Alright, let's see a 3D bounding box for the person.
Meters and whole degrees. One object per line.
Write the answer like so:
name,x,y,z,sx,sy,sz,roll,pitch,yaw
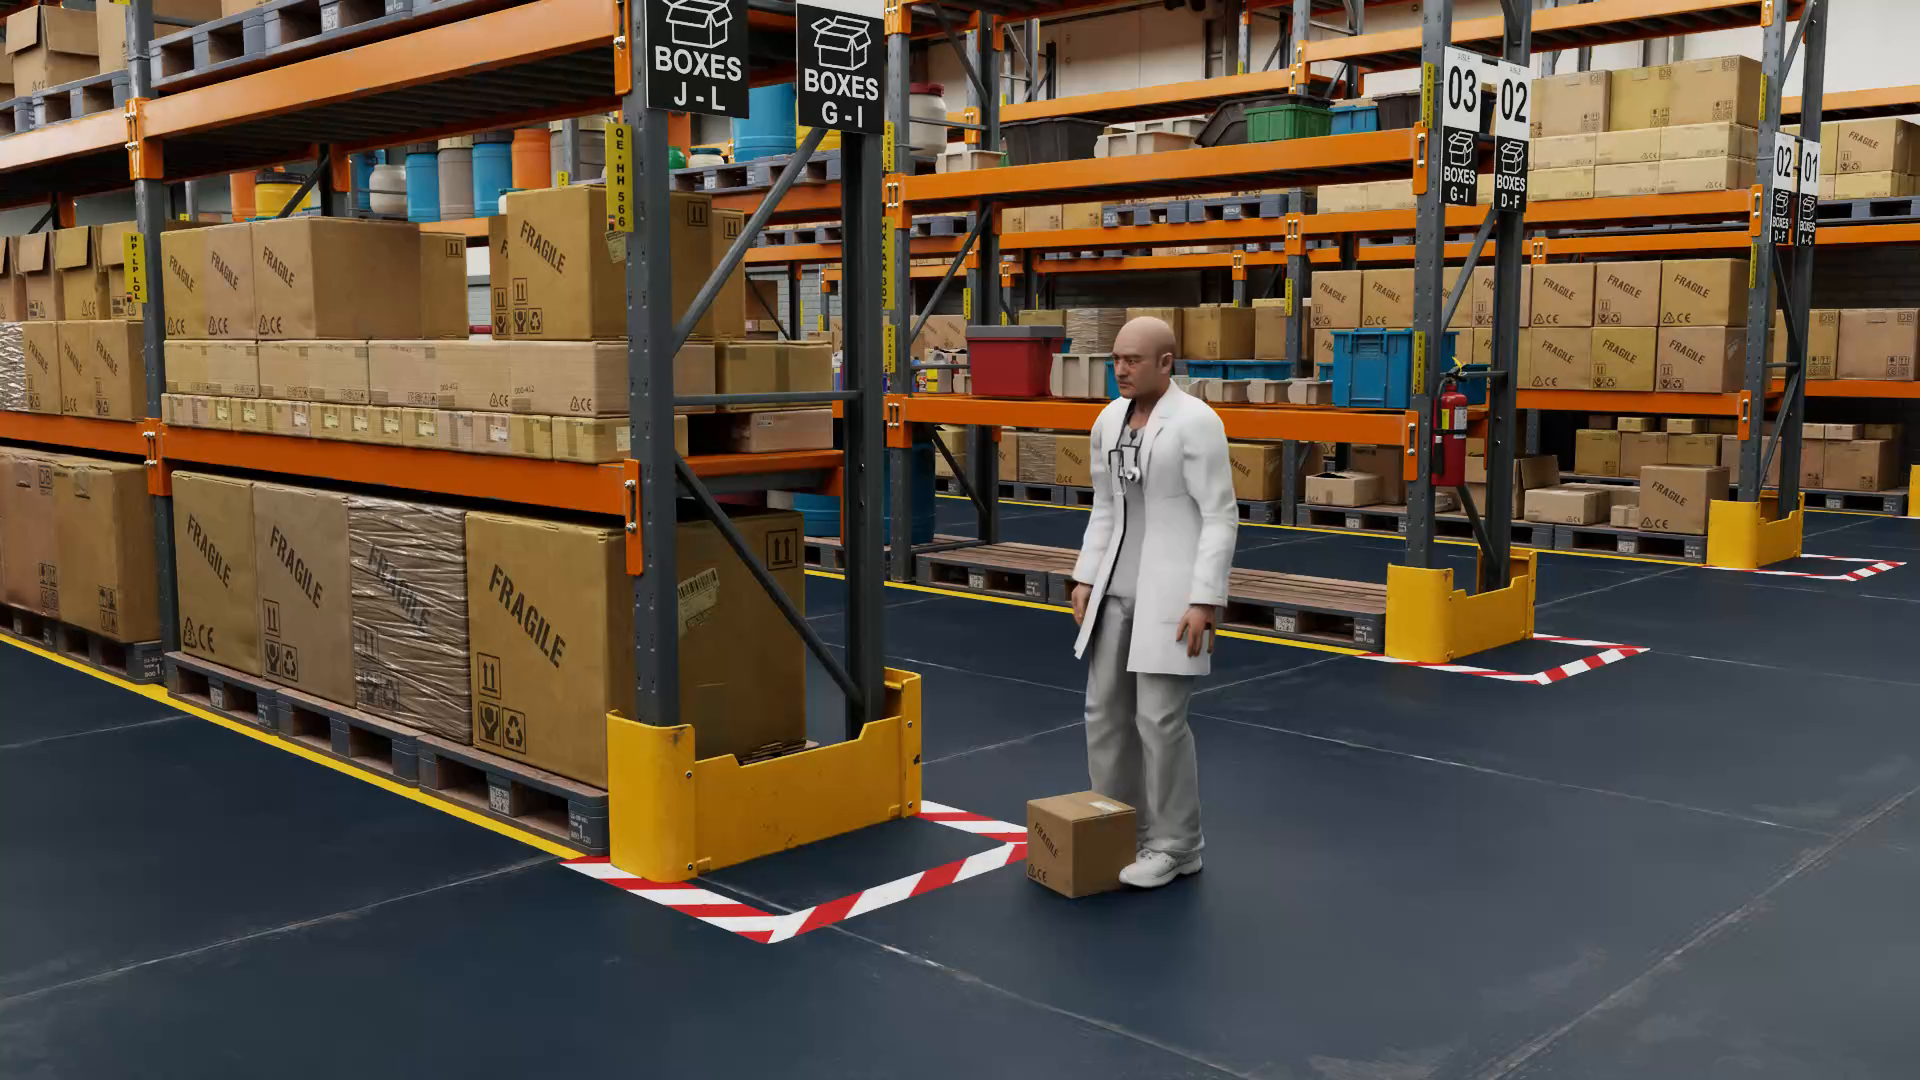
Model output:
person,0.598,0.185,5.282,0.425,1.773,0.652,-5,8,-35
